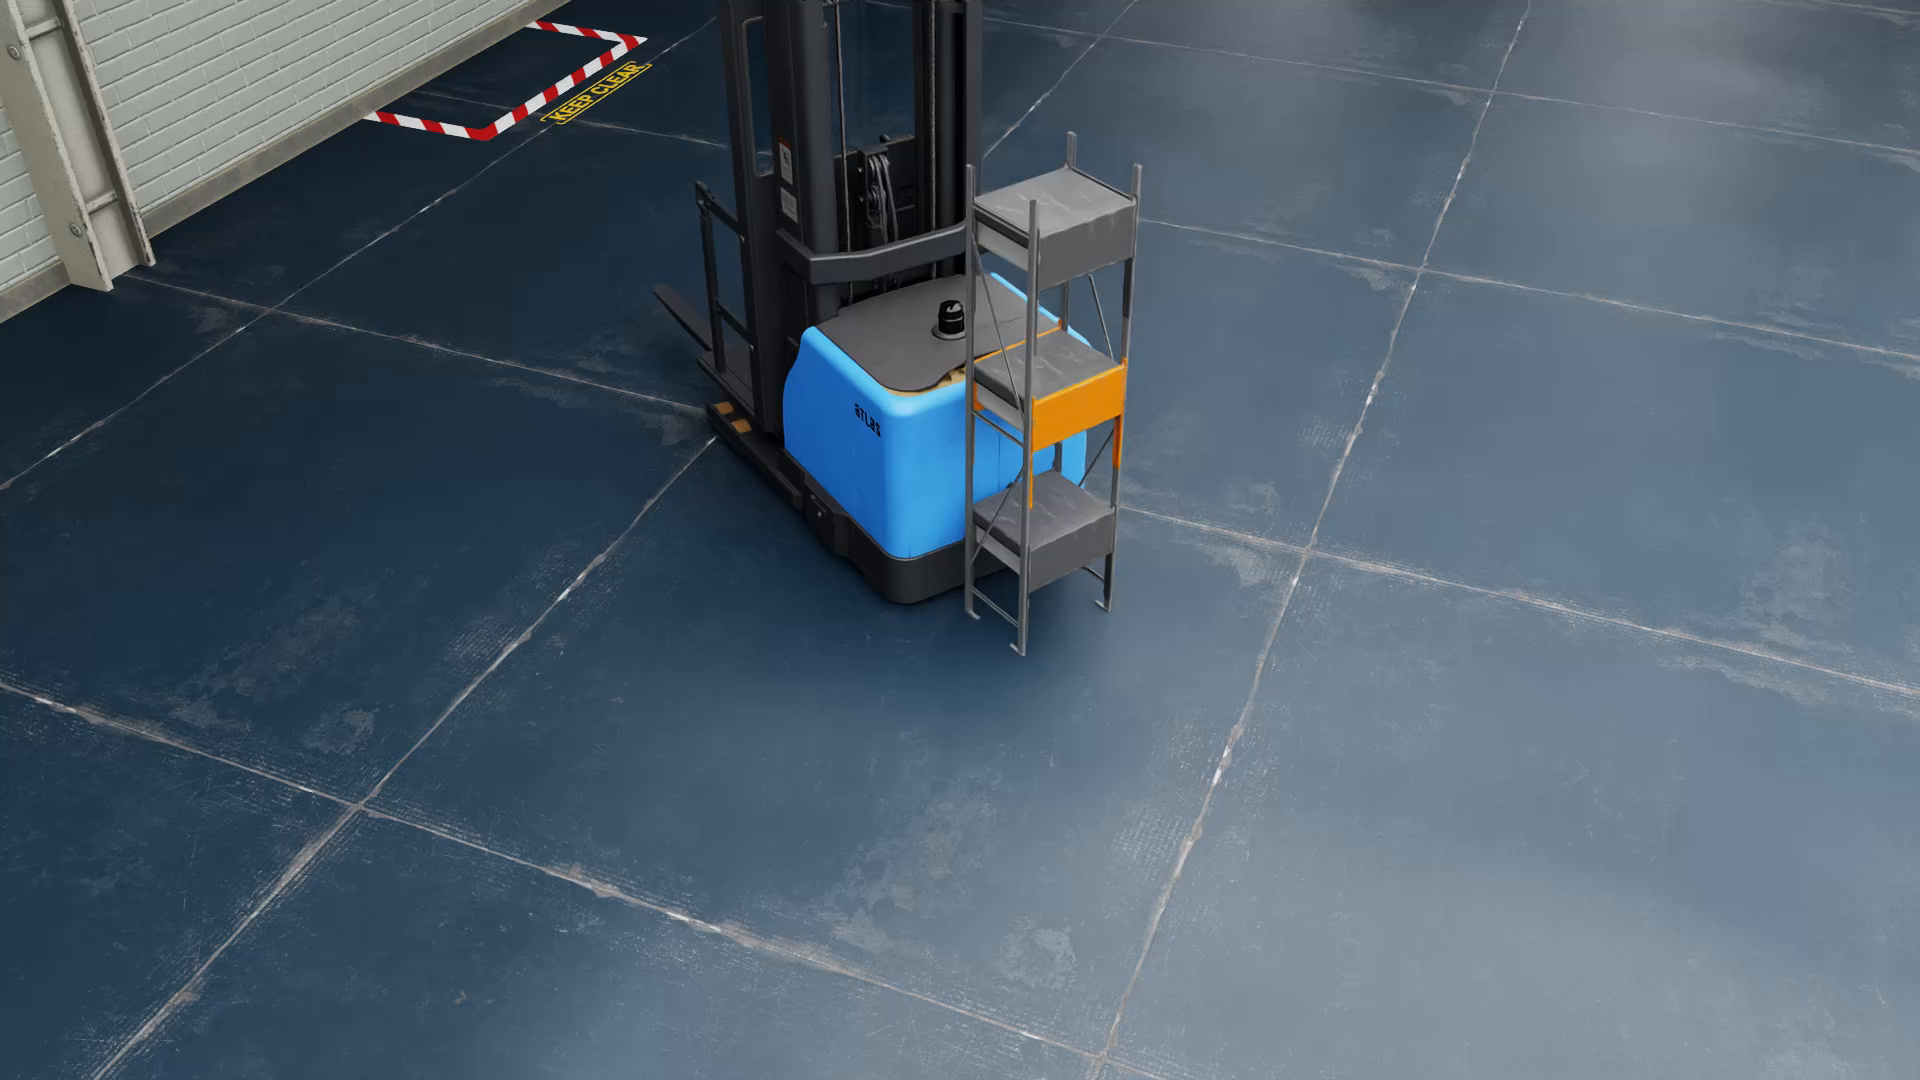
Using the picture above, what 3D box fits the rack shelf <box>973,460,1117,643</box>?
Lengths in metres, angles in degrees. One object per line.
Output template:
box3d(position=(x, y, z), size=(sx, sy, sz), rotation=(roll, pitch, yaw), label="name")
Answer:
box3d(position=(0.343, 0.045, 7.128), size=(0.480, 0.518, 0.431), rotation=(-25, 43, -29), label="rack shelf")

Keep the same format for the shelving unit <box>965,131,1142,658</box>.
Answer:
box3d(position=(0.343, -0.527, 6.700), size=(0.503, 2.100, 0.431), rotation=(-25, 43, -29), label="shelving unit")

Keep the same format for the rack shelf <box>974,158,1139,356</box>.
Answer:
box3d(position=(0.343, -1.076, 6.289), size=(0.480, 0.518, 0.431), rotation=(-25, 43, -29), label="rack shelf")

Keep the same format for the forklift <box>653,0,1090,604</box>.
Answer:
box3d(position=(-0.629, -1.748, 7.641), size=(1.130, 2.935, 3.031), rotation=(-21, 41, -25), label="forklift")

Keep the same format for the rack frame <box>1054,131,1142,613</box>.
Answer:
box3d(position=(0.537, -0.616, 6.820), size=(0.015, 2.100, 0.400), rotation=(-25, 43, -29), label="rack frame")

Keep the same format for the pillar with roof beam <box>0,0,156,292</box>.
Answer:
box3d(position=(-1.055, -4.214, 5.872), size=(9.100, 9.000, 0.400), rotation=(14, 39, 18), label="pillar with roof beam")

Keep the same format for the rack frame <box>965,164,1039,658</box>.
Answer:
box3d(position=(0.150, -0.437, 6.581), size=(0.015, 2.100, 0.400), rotation=(-25, 43, -29), label="rack frame")

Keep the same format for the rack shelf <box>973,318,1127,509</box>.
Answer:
box3d(position=(0.343, -0.516, 6.709), size=(0.480, 0.518, 0.431), rotation=(-25, 43, -29), label="rack shelf")
